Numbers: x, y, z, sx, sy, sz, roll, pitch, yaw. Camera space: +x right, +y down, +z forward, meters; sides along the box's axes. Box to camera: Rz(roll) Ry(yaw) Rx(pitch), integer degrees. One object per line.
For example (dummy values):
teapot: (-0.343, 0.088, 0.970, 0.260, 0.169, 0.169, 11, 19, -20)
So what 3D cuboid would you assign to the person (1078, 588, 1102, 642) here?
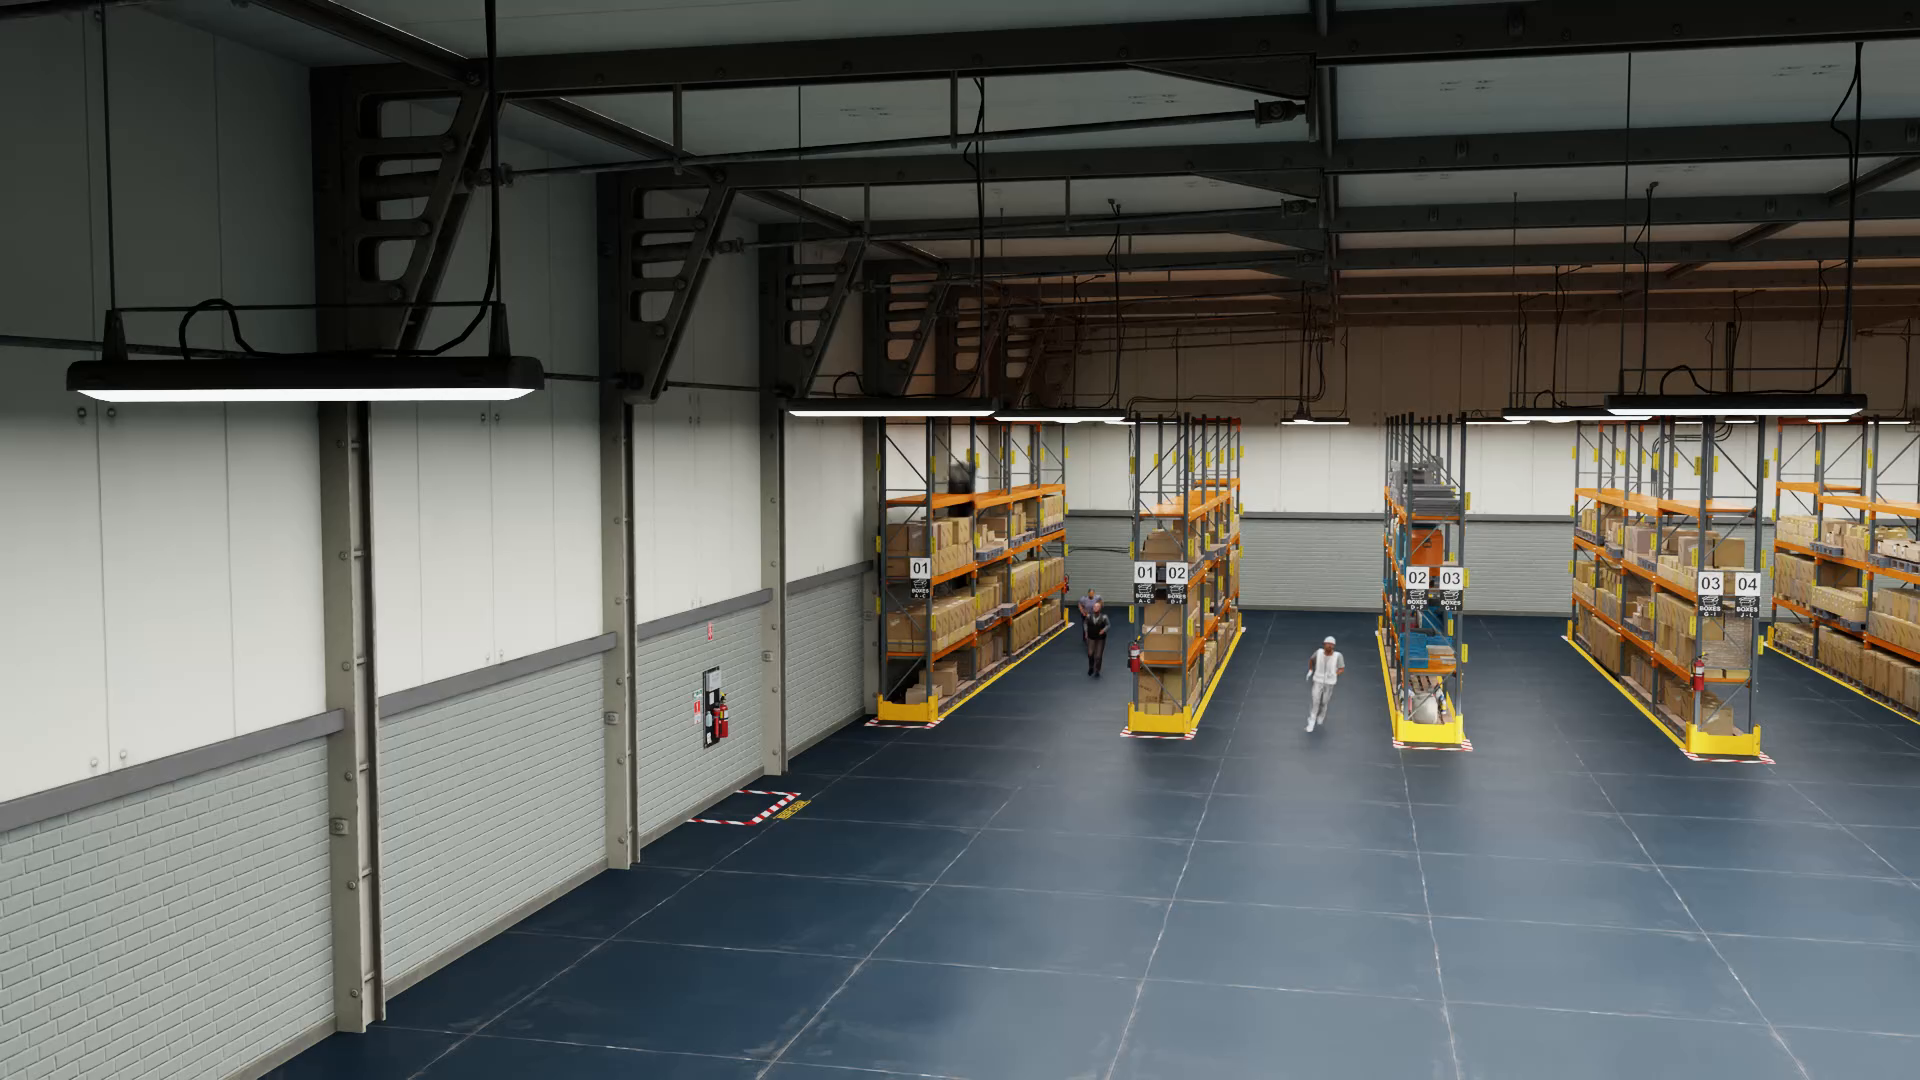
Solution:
person: (3.369, 2.084, 43.302, 0.631, 1.509, 0.956, -1, 4, -8)

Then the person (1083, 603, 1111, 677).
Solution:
person: (3.133, 2.297, 38.116, 0.655, 1.707, 0.671, 1, 4, 9)

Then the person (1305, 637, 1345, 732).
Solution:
person: (6.883, 2.686, 31.379, 0.718, 1.752, 0.922, 1, 4, 10)
